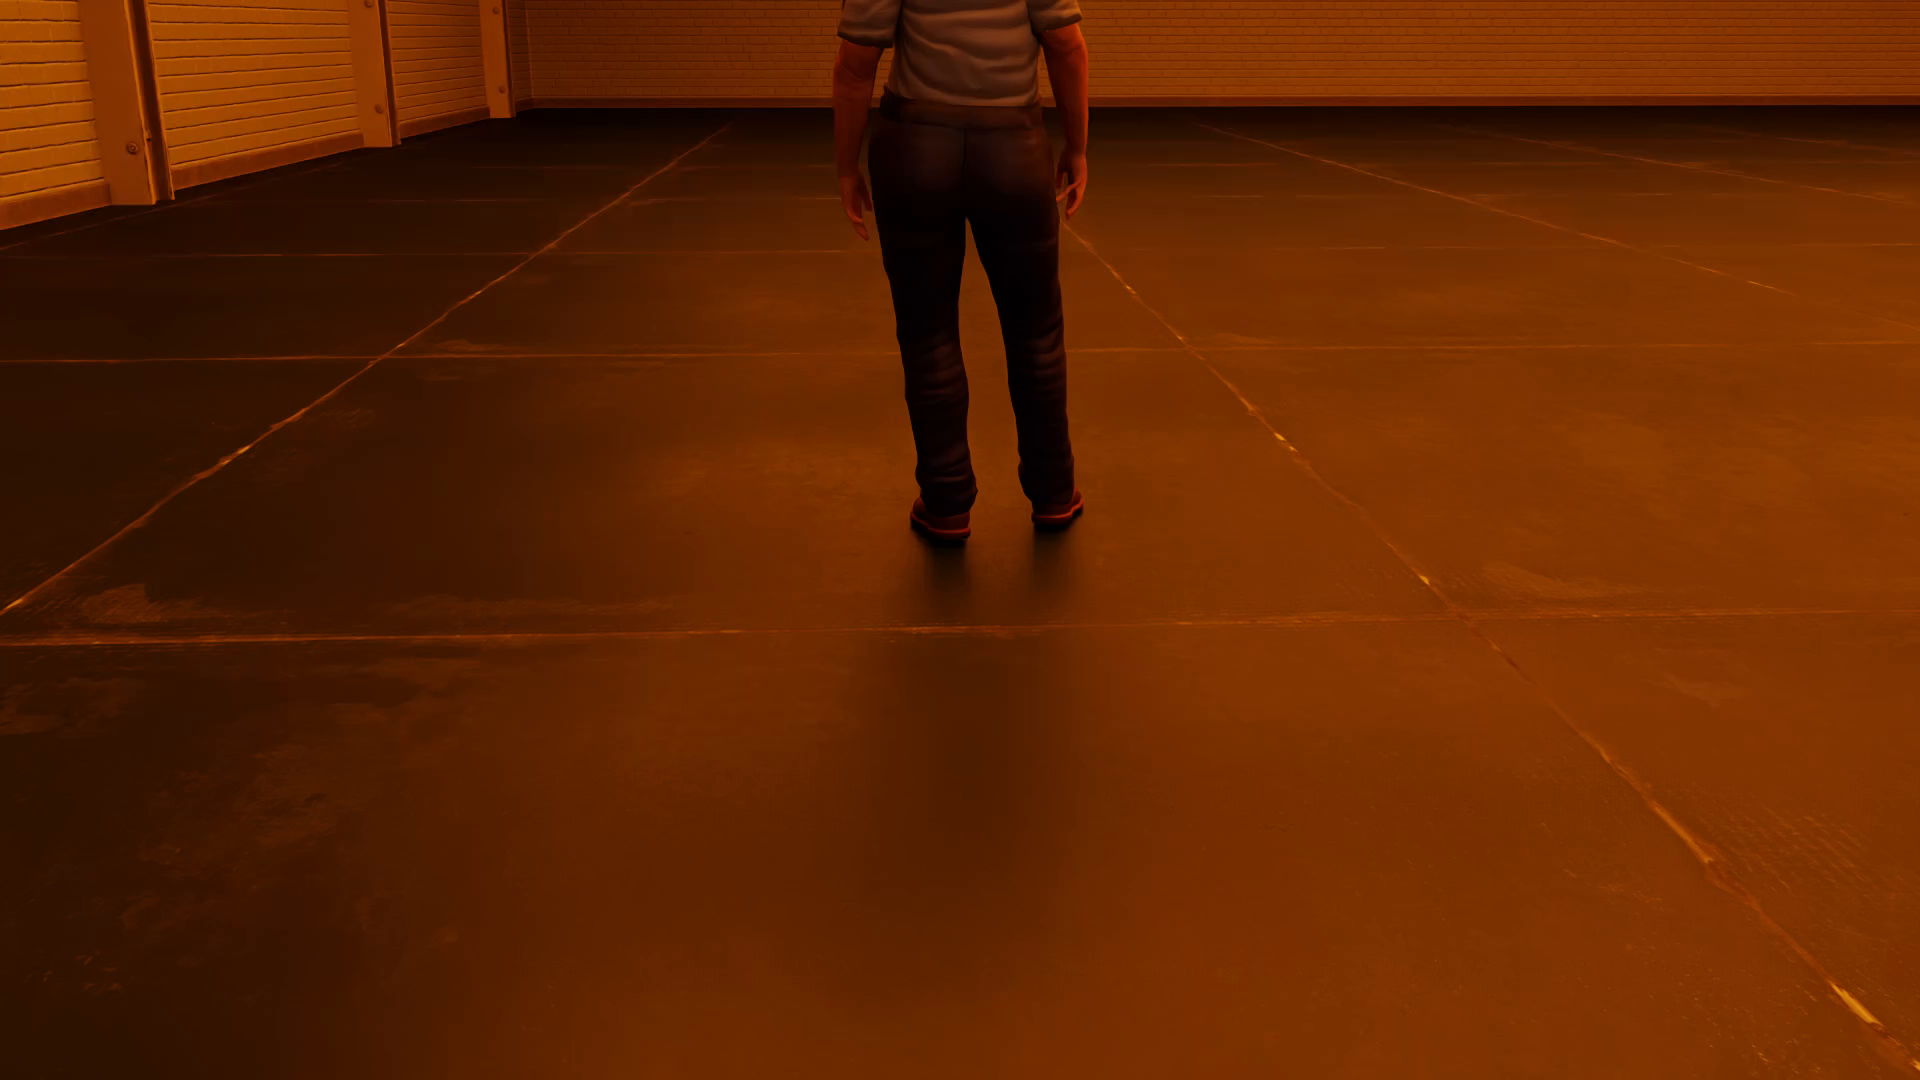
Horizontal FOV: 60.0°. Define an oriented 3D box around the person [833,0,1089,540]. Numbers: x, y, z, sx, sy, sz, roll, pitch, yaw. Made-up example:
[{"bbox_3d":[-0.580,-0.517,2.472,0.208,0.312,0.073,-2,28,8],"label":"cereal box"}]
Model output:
[{"bbox_3d":[0.019,-0.821,3.762,0.598,1.651,0.502,-1,17,-3],"label":"person"}]
